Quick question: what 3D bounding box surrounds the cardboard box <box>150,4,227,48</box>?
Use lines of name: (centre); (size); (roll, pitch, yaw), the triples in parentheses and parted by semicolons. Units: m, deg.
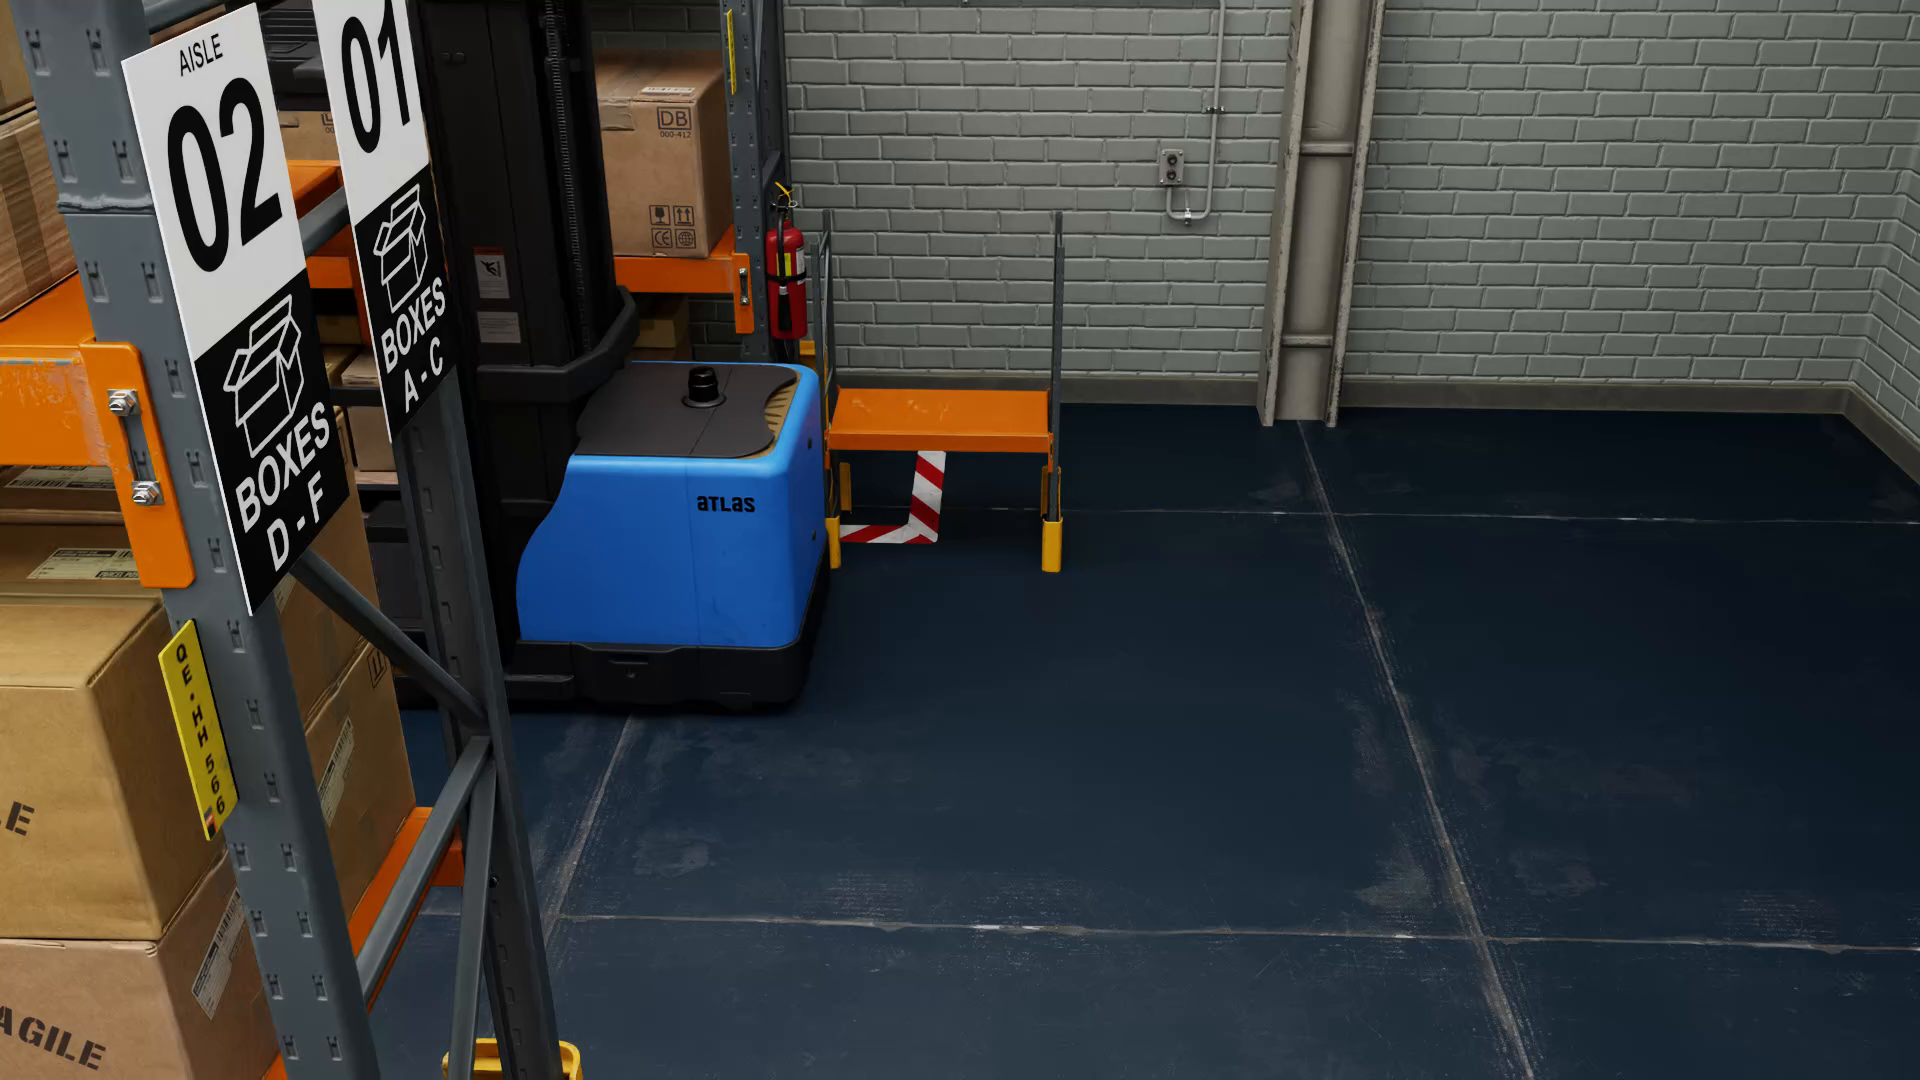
cardboard box: (-1.580, -0.937, 2.738); (0.500, 0.250, 0.500); (1, 28, 2)

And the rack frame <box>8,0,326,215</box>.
rack frame: (-1.076, -1.977, 1.871); (0.127, 3.000, 1.000); (1, 28, 2)

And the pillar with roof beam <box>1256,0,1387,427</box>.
pillar with roof beam: (1.672, -2.641, 3.124); (0.400, 9.000, 9.100); (1, 28, 2)

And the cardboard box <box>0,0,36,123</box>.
cardboard box: (-1.599, -0.695, 2.283); (0.500, 0.250, 0.500); (1, 28, 2)

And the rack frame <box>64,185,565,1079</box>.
rack frame: (-1.076, 0.674, 3.277); (0.127, 3.000, 1.000); (1, 28, 2)

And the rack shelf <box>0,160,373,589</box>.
rack shelf: (-3.075, -0.367, 2.805); (4.000, 0.370, 1.077); (1, 28, 2)

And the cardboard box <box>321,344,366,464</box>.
cardboard box: (-3.144, -0.713, 8.112); (0.500, 0.500, 0.700); (2, 28, 3)

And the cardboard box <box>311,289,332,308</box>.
cardboard box: (-3.254, -1.097, 8.146); (0.250, 0.149, 0.380); (1, 28, 2)

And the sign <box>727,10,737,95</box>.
sign: (-0.938, -2.008, 6.845); (0.005, 0.325, 0.100); (1, 28, 2)

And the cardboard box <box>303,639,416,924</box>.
cardboard box: (-1.510, 0.499, 3.500); (0.500, 0.500, 0.500); (2, 28, 3)

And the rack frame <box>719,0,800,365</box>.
rack frame: (-0.905, -1.645, 7.651); (0.127, 3.000, 1.000); (1, 28, 2)

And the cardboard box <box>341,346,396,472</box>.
cardboard box: (-2.611, -0.707, 8.102); (0.500, 0.500, 0.700); (0, 28, 0)

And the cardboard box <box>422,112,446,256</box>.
cardboard box: (-2.143, -1.788, 7.600); (0.700, 0.700, 0.980); (1, 28, 1)

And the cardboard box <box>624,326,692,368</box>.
cardboard box: (-1.608, -0.691, 8.071); (0.500, 0.500, 0.700); (1, 28, 2)

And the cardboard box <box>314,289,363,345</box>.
cardboard box: (-2.996, -1.094, 8.138); (0.250, 0.149, 0.380); (0, 28, 1)

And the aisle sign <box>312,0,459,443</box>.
aisle sign: (-0.998, -0.611, 2.925); (0.004, 0.787, 0.394); (1, 28, 2)

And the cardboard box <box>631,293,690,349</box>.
cardboard box: (-1.476, -1.069, 8.092); (0.250, 0.149, 0.380); (1, 28, 2)

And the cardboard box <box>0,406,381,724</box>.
cardboard box: (-1.510, 0.057, 3.266); (0.500, 0.500, 0.500); (2, 28, 3)

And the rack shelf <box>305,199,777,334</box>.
rack shelf: (-2.904, -1.360, 7.882); (4.000, 0.370, 1.077); (1, 28, 2)

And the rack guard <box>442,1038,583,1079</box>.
rack guard: (-1.152, 1.777, 3.864); (0.348, 0.500, 1.175); (1, 28, 2)

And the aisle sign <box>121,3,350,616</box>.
aisle sign: (-1.019, -0.330, 2.395); (0.004, 0.787, 0.394); (1, 28, 2)

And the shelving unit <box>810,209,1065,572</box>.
shelving unit: (-0.076, -0.664, 7.401); (1.083, 1.500, 0.587); (1, 28, 2)

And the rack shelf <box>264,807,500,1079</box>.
rack shelf: (-3.075, 0.958, 3.507); (4.000, 0.370, 1.077); (1, 28, 2)

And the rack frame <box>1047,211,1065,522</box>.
rack frame: (0.423, -0.656, 7.386); (0.032, 1.500, 0.500); (1, 28, 2)

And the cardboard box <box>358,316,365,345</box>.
cardboard box: (-2.743, -1.089, 8.130); (0.250, 0.149, 0.380); (1, 28, 2)

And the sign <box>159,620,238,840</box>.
sign: (-1.116, 0.282, 2.442); (0.005, 0.325, 0.100); (1, 28, 2)

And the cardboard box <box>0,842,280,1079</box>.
cardboard box: (-1.533, 0.750, 3.027); (0.500, 0.500, 0.500); (2, 28, 3)

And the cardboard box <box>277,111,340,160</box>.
cardboard box: (-2.904, -1.805, 7.632); (0.700, 0.700, 0.980); (0, 28, -1)

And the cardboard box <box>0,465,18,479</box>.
cardboard box: (-2.033, 0.052, 3.275); (0.500, 0.500, 0.500); (1, 28, 2)

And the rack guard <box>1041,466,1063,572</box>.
rack guard: (0.422, -0.103, 7.678); (0.087, 0.250, 0.587); (1, 28, 2)

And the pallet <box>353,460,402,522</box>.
pallet: (-2.923, -0.411, 8.300); (1.213, 0.211, 1.003); (1, 28, 2)

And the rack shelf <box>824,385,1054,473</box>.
rack shelf: (-0.085, -0.505, 7.486); (1.000, 0.185, 0.538); (1, 28, 2)

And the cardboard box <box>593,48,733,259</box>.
cardboard box: (-1.415, -1.781, 7.587); (0.700, 0.700, 0.980); (2, 28, 4)

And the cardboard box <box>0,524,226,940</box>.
cardboard box: (-1.531, 0.309, 2.790); (0.500, 0.500, 0.500); (1, 28, 1)

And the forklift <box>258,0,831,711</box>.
forklift: (-2.099, -0.887, 6.294); (3.031, 2.935, 1.130); (2, 28, 3)

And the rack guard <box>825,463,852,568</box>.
rack guard: (-0.574, -0.120, 7.709); (0.087, 0.250, 0.587); (1, 28, 2)

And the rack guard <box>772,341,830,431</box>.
rack guard: (-0.881, -0.540, 8.235); (0.348, 0.500, 1.175); (1, 28, 2)

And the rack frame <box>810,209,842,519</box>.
rack frame: (-0.593, -0.673, 7.417); (0.032, 1.500, 0.500); (1, 28, 2)

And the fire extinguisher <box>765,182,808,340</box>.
fire extinguisher: (-0.771, -1.228, 7.344); (0.183, 0.674, 0.296); (1, 28, 2)

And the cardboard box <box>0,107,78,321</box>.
cardboard box: (-1.599, -0.470, 2.392); (0.500, 0.250, 0.500); (1, 28, 2)

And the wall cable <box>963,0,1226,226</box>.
wall cable: (0.408, -2.516, 8.208); (1.851, 1.984, 0.084); (1, 28, 2)
